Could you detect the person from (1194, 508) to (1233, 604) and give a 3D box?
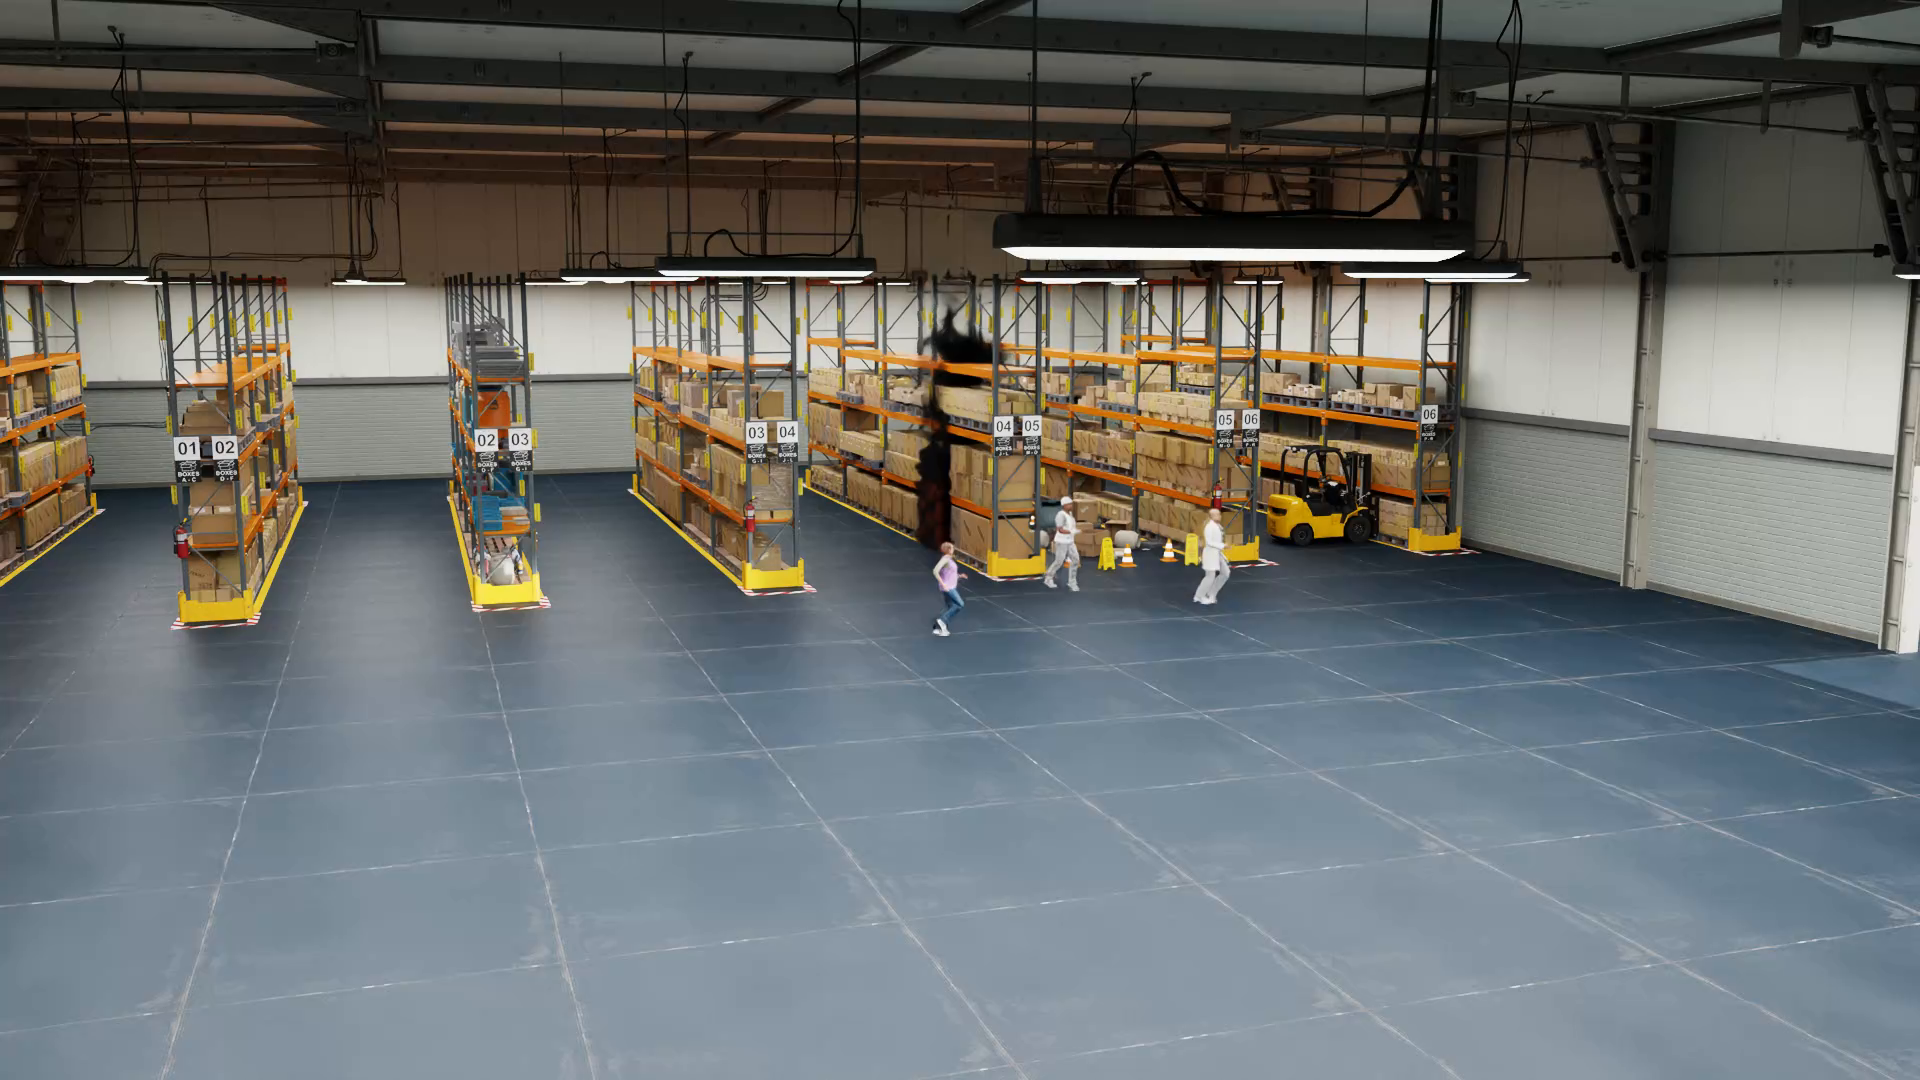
[{"bbox_3d":[4.641,0.313,30.261,0.745,1.798,0.732,5,10,29],"label":"person"}]

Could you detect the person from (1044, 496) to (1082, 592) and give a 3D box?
[{"bbox_3d":[1.995,0.090,31.643,0.788,1.859,0.701,5,10,29],"label":"person"}]

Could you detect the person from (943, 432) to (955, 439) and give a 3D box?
[{"bbox_3d":[-0.329,-2.783,51.173,0.804,1.610,0.547,-1,9,-7],"label":"person"}]

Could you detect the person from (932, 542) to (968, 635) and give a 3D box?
[{"bbox_3d":[-0.165,0.807,27.491,0.596,1.562,0.515,1,9,5],"label":"person"}]
